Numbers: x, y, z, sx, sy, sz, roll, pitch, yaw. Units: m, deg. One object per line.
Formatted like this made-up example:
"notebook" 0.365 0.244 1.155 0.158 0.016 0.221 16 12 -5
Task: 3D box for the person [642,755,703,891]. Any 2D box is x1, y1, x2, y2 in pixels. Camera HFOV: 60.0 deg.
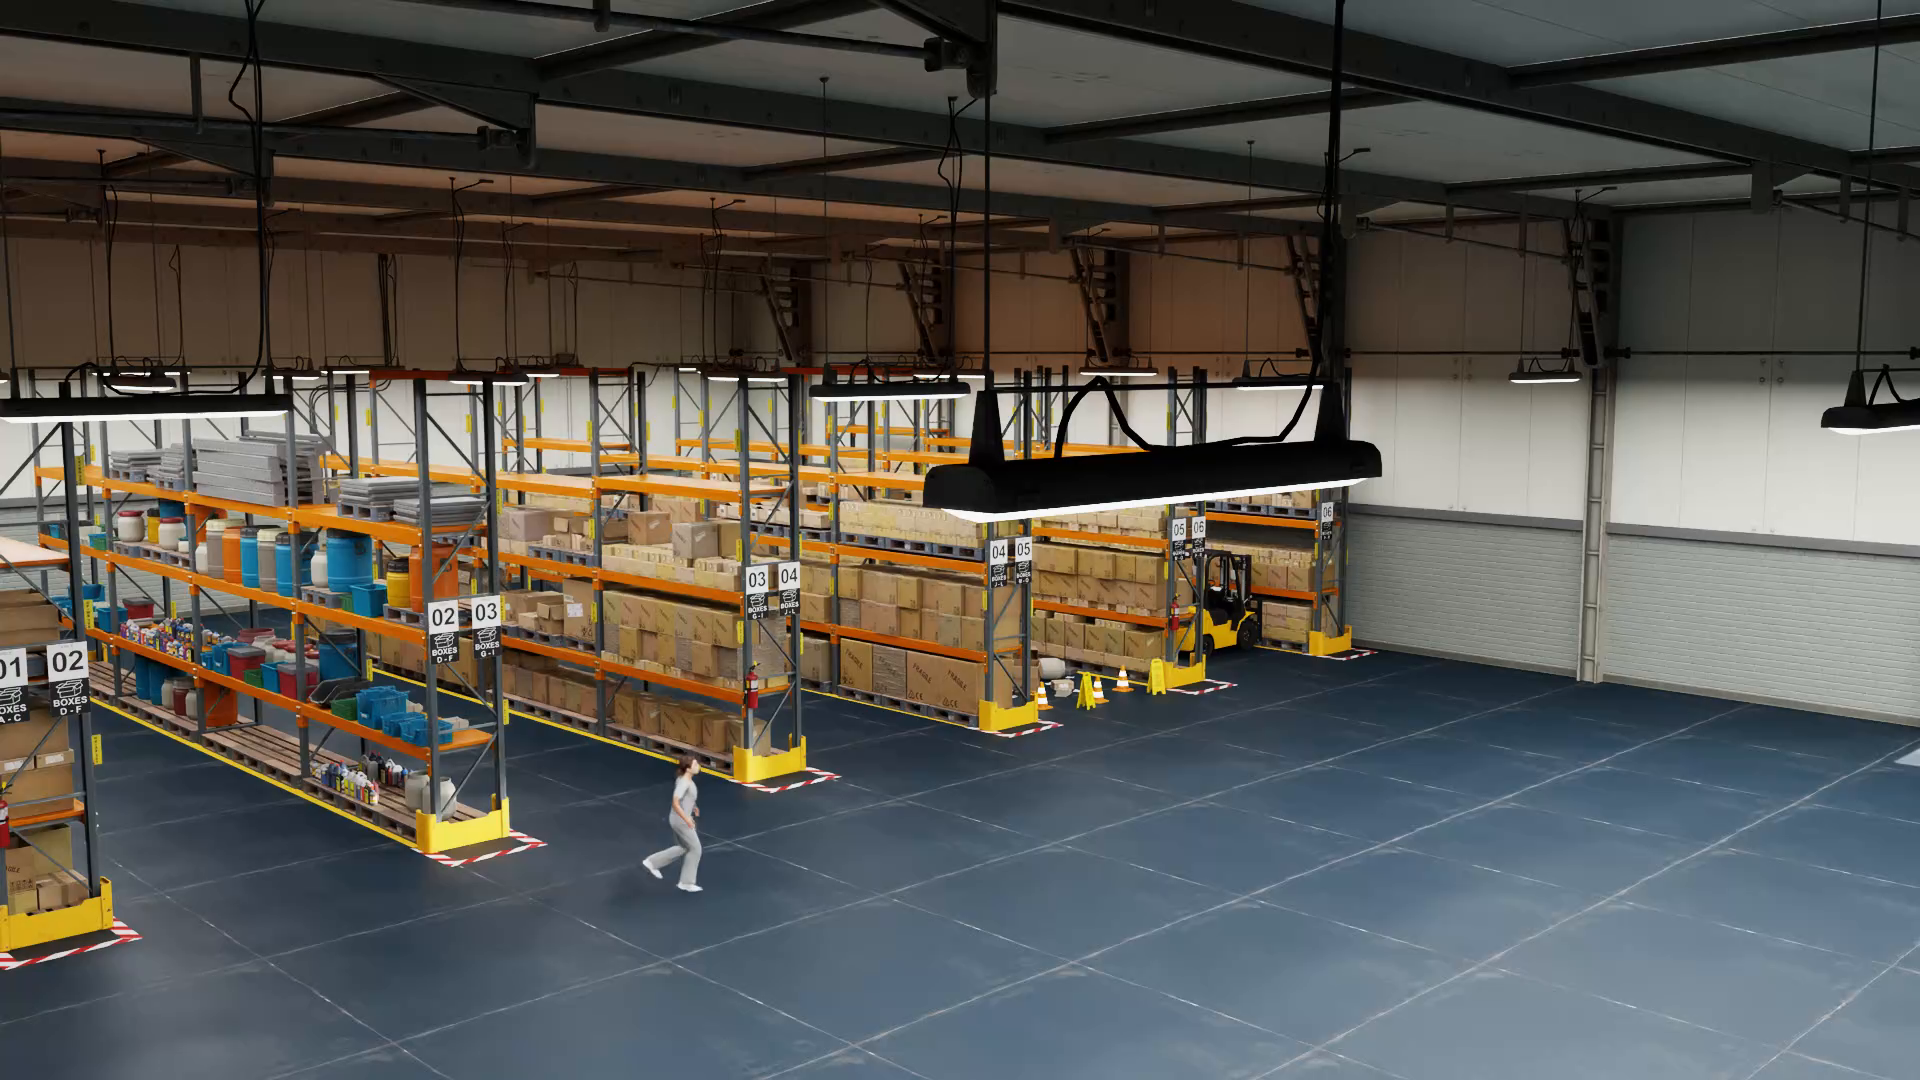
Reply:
"person" -3.383 3.343 19.530 0.703 1.670 0.587 -1 7 -8

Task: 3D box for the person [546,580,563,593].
"person" -10.276 0.752 42.236 0.661 1.654 0.540 3 7 26
